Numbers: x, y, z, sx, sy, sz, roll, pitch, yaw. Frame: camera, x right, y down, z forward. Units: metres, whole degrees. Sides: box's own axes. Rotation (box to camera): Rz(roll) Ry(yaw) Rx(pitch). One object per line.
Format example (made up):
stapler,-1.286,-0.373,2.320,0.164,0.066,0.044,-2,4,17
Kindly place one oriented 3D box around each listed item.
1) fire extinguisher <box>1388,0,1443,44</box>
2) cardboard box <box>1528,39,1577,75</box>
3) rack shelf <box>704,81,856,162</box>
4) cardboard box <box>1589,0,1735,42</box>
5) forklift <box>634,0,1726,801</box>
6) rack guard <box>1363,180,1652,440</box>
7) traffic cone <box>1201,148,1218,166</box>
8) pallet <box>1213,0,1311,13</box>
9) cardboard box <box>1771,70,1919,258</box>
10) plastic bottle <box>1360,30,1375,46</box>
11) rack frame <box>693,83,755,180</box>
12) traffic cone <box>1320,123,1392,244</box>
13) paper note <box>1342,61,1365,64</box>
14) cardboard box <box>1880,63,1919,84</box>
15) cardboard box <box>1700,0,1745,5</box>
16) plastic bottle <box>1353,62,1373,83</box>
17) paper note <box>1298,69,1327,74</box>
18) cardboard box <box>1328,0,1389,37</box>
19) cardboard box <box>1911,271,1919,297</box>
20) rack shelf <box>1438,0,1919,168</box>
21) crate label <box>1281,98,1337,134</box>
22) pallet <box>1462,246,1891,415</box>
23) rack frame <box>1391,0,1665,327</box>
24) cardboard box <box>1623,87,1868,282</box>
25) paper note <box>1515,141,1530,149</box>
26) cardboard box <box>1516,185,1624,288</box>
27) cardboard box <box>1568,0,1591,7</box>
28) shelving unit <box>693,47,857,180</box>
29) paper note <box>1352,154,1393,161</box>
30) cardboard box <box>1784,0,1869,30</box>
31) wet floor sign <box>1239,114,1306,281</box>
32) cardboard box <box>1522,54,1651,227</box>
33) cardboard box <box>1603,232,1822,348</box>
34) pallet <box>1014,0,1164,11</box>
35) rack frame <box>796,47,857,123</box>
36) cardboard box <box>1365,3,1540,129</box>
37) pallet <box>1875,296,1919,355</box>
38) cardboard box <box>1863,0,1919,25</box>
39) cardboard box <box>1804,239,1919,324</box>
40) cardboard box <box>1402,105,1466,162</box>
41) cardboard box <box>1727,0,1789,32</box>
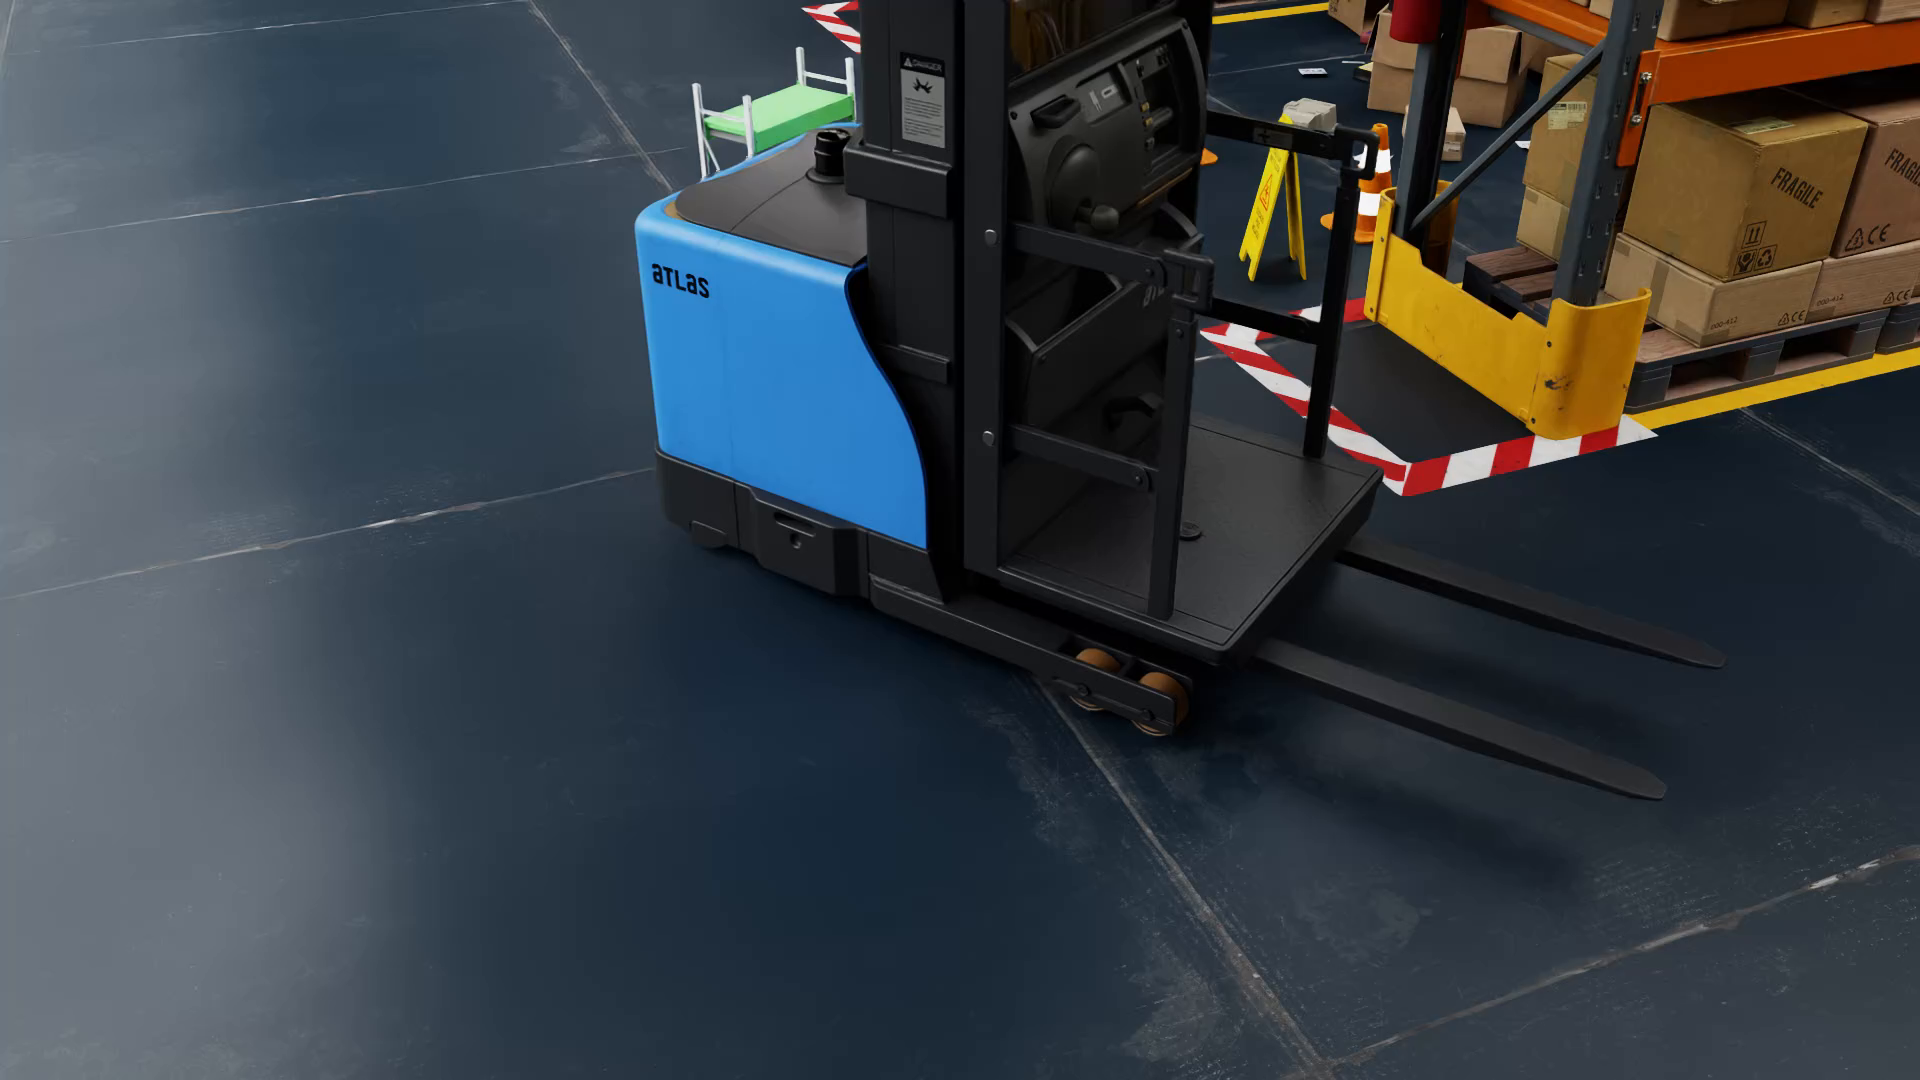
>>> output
fire extinguisher,1.622,-2.082,5.771,0.183,0.674,0.296,-13,35,-19
cardboard box,3.404,-2.763,8.911,0.503,0.637,0.797,-13,35,-19
rack shelf,-0.596,-1.359,5.468,0.258,0.148,0.480,21,39,32
cardboard box,2.299,-1.770,5.450,0.250,0.149,0.380,-13,35,-19
forklift,0.566,-1.037,4.156,3.031,2.935,1.130,20,38,27
rack guard,1.976,-0.876,6.137,0.348,0.500,1.175,-13,35,-19
traffic cone,1.060,-2.070,8.007,0.334,0.463,0.336,-13,35,-19
pallet,1.727,-3.670,10.697,1.213,0.211,1.003,-13,35,-19
cardboard box,3.259,-1.394,6.091,0.500,0.500,0.500,-14,36,-21
plastic bottle,2.475,-2.892,9.639,0.133,0.061,0.283,-27,42,-35
rack frame,-0.734,-0.900,5.526,0.240,1.200,0.015,21,39,32
traffic cone,1.803,-1.583,7.259,0.334,0.463,0.336,-13,35,-19
paper note,2.221,-2.696,9.384,0.123,0.001,0.032,4,33,6
cardboard box,3.725,-1.496,6.247,0.500,0.500,0.500,-12,35,-18
cardboard box,2.450,-2.034,5.262,0.500,0.500,0.500,-13,35,-20
plastic bottle,2.308,-2.595,9.181,0.283,0.061,0.133,-27,42,-35
paper note,1.961,-2.598,9.217,0.142,0.017,0.144,-2,33,-2
cardboard box,2.551,-3.329,9.906,0.500,0.500,0.500,-7,34,-11
cardboard box,3.729,-1.188,6.461,0.500,0.250,0.500,-11,35,-16
rack shelf,3.750,-2.028,6.276,4.000,0.370,1.077,-13,35,-19
crate label,1.761,-2.130,8.399,0.250,0.136,0.298,23,39,30
pallet,2.739,-0.908,6.452,1.213,0.211,1.003,-13,35,-19
rack frame,1.906,-1.907,5.431,0.127,3.000,1.000,-13,35,-19
cardboard box,2.778,-1.282,5.918,0.500,0.500,0.500,-14,36,-21
paper note,2.848,-1.962,8.249,0.142,0.019,0.148,-2,33,-2
cardboard box,2.569,-1.242,6.544,0.500,0.250,0.500,-13,35,-19
cardboard box,2.168,-1.988,5.786,0.250,0.149,0.380,-12,35,-17
shelving unit,-0.586,-1.006,5.689,0.258,1.200,0.503,21,39,32
paper note,2.007,-1.863,8.086,0.142,0.019,0.148,-27,42,-35
cardboard box,2.803,-1.845,5.566,0.250,0.149,0.380,-14,36,-20
wet floor sign,1.317,-1.418,6.838,0.232,0.644,0.267,-2,33,-2
cardboard box,2.544,-1.545,6.323,0.500,0.500,0.500,-13,35,-19
cardboard box,2.757,-0.962,6.114,0.500,0.250,0.500,-13,35,-19
pallet,0.603,-3.414,10.304,1.213,0.211,1.003,-13,35,-19
rack frame,-0.438,-1.112,5.852,0.240,1.200,0.015,21,39,32
cardboard box,2.545,-2.505,8.638,0.797,0.503,0.637,16,36,23
pallet,3.862,-1.164,6.845,1.213,0.211,1.003,-13,35,-19
cardboard box,3.054,-1.876,5.613,0.250,0.149,0.380,-12,35,-18
cardboard box,3.230,-1.066,6.274,0.500,0.250,0.500,-12,35,-17
cardboard box,2.332,-2.005,8.195,0.250,0.149,0.380,4,33,6
cardboard box,2.527,-1.830,5.543,0.250,0.149,0.380,-12,35,-18
